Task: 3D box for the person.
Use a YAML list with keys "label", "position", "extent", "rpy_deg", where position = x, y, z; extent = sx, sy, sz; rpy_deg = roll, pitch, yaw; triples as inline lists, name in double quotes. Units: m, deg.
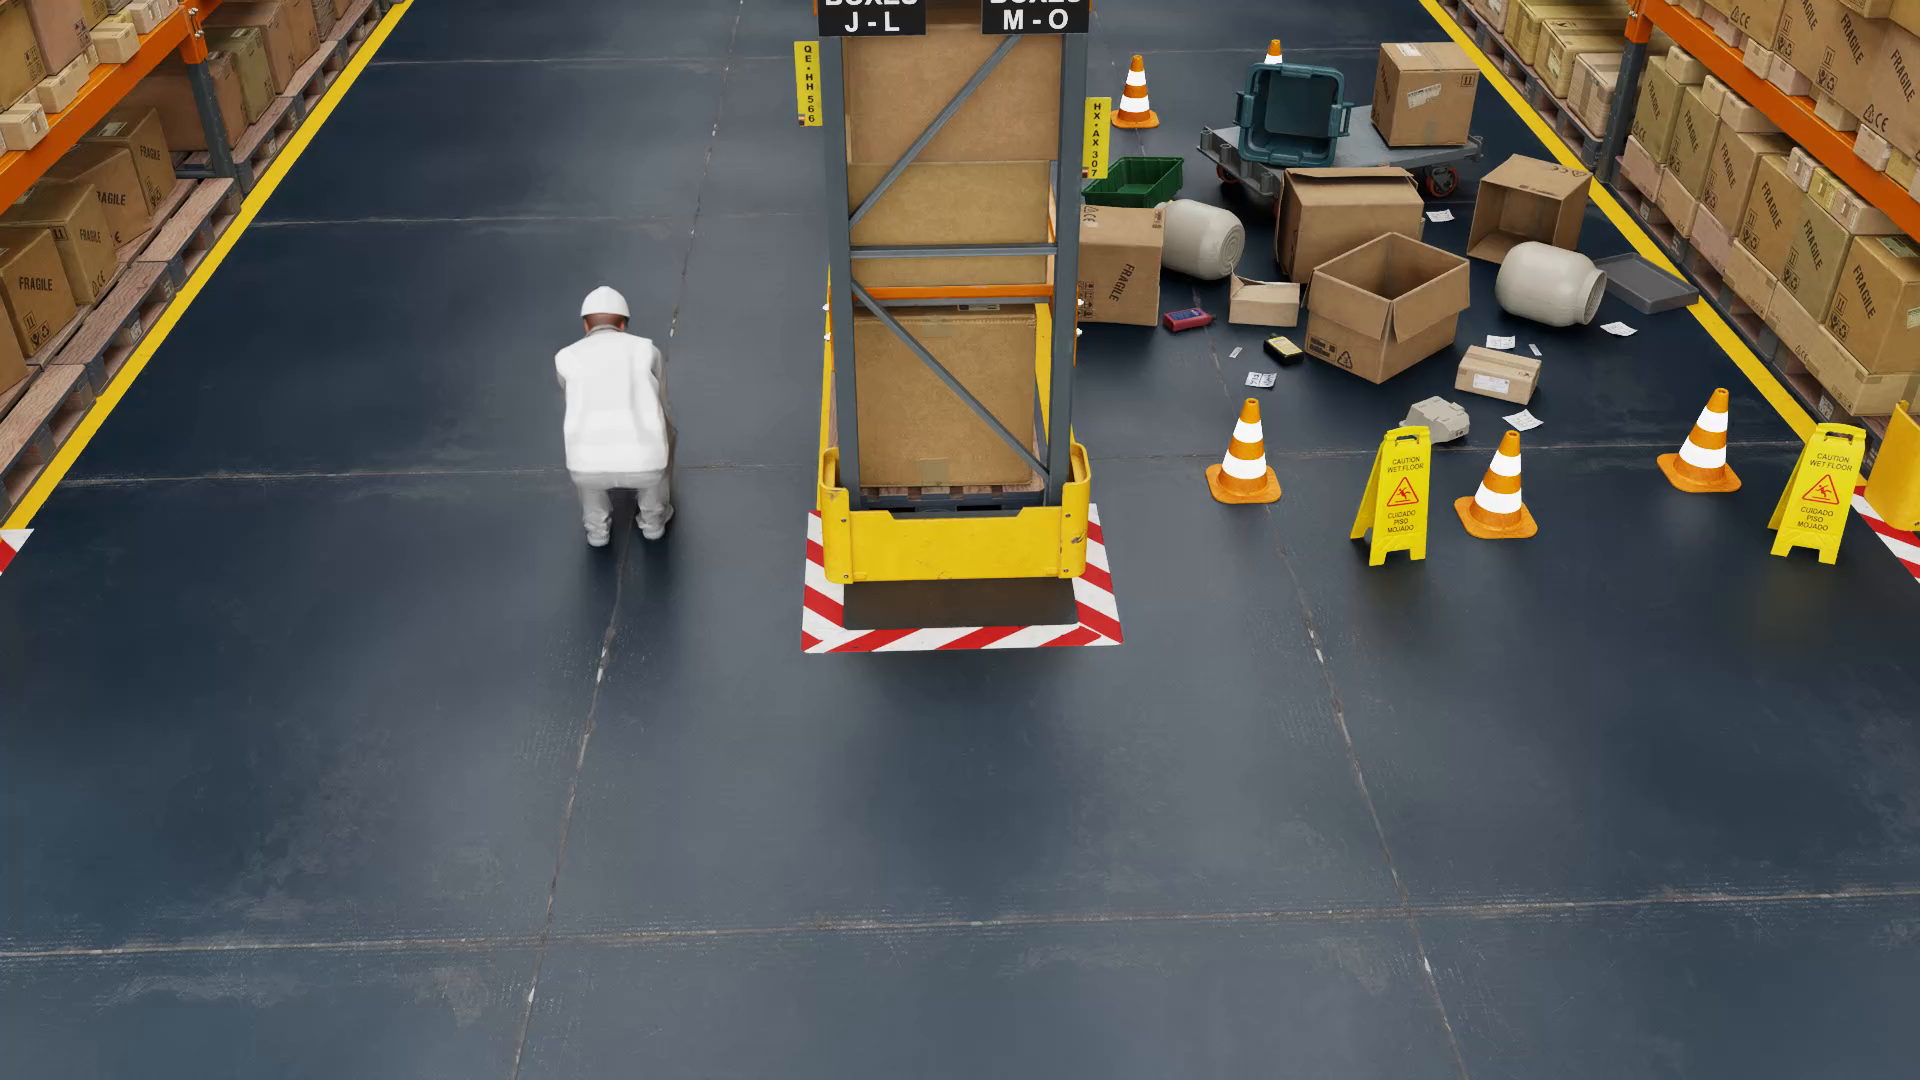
- label: "person"
  position: [-1.558, -0.534, 7.556]
  extent: [0.507, 1.015, 0.878]
  rpy_deg: [-2, 35, -3]
